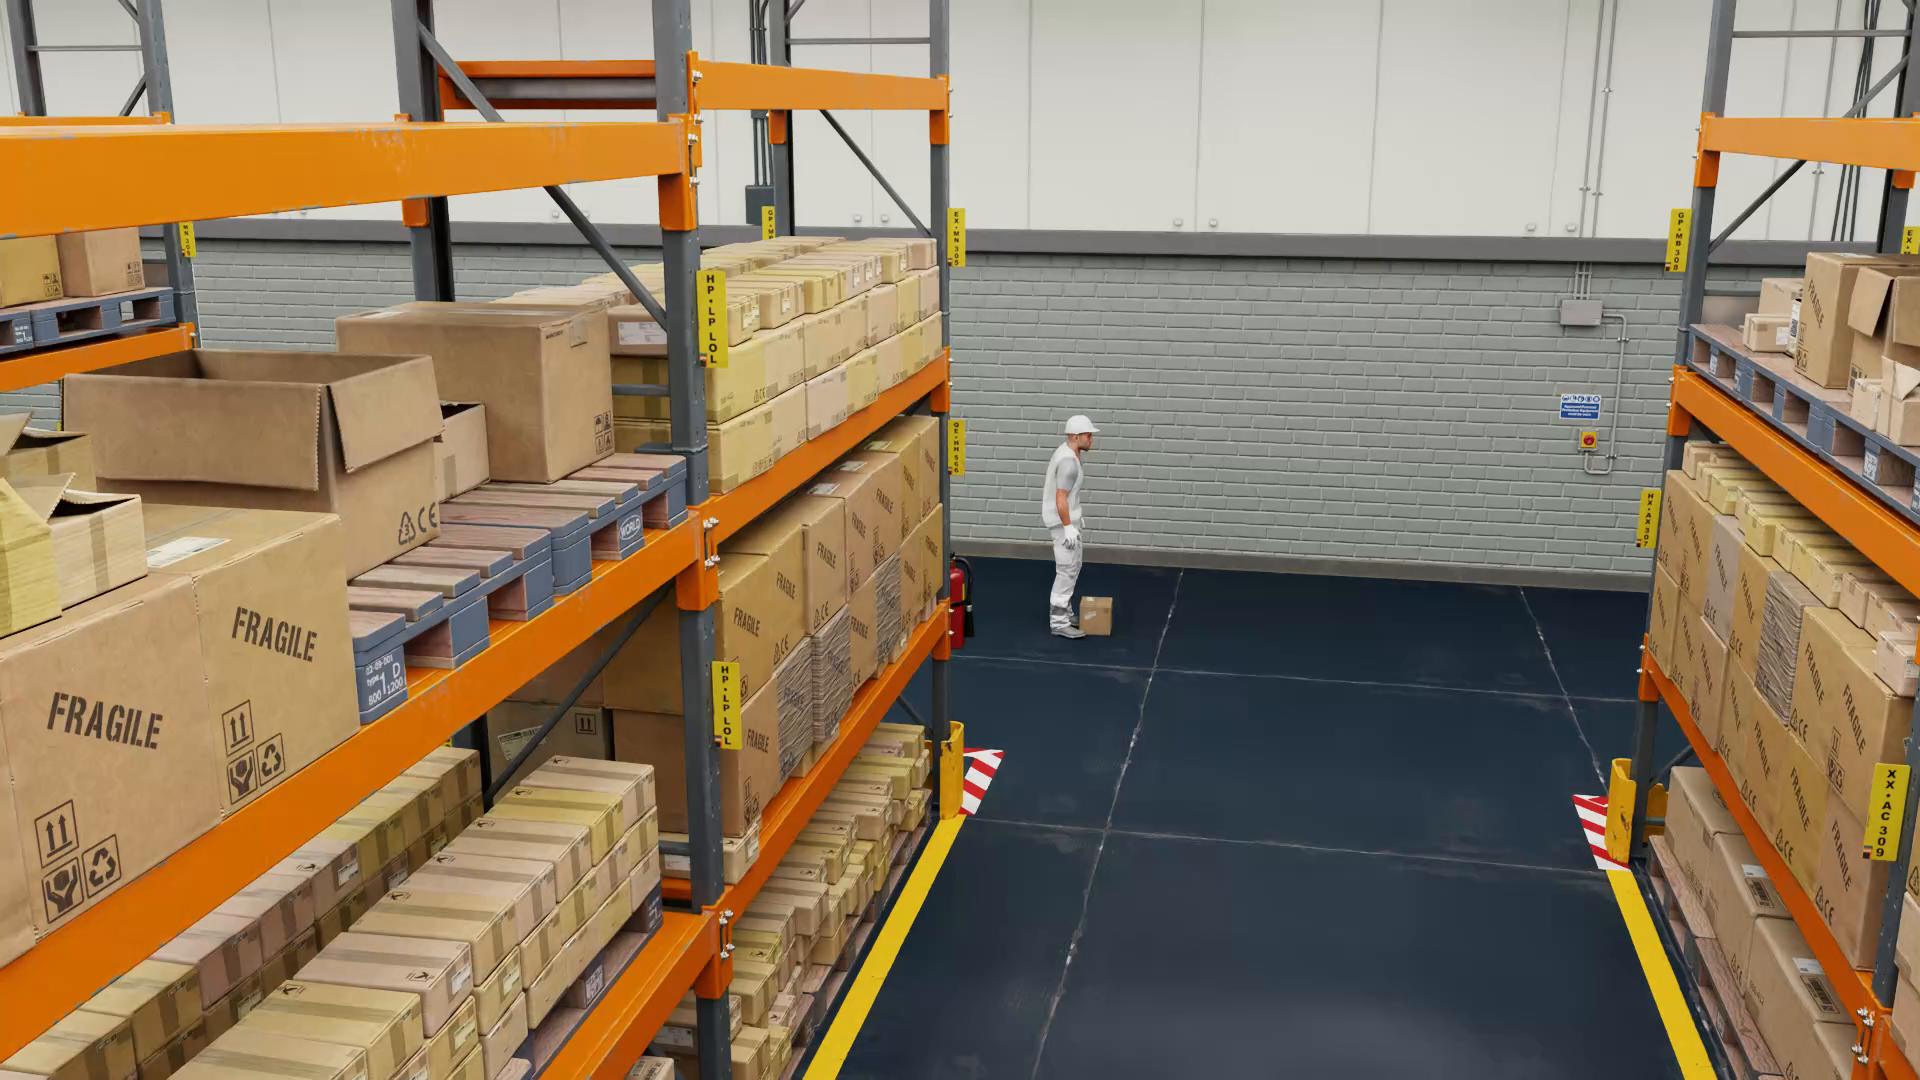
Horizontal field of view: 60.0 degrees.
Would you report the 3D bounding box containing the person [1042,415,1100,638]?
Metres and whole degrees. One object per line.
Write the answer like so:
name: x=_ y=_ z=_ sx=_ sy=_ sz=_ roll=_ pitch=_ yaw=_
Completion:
person: x=0.894 y=-0.129 z=13.476 sx=0.449 sy=1.780 sz=0.623 roll=2 pitch=15 yaw=9
